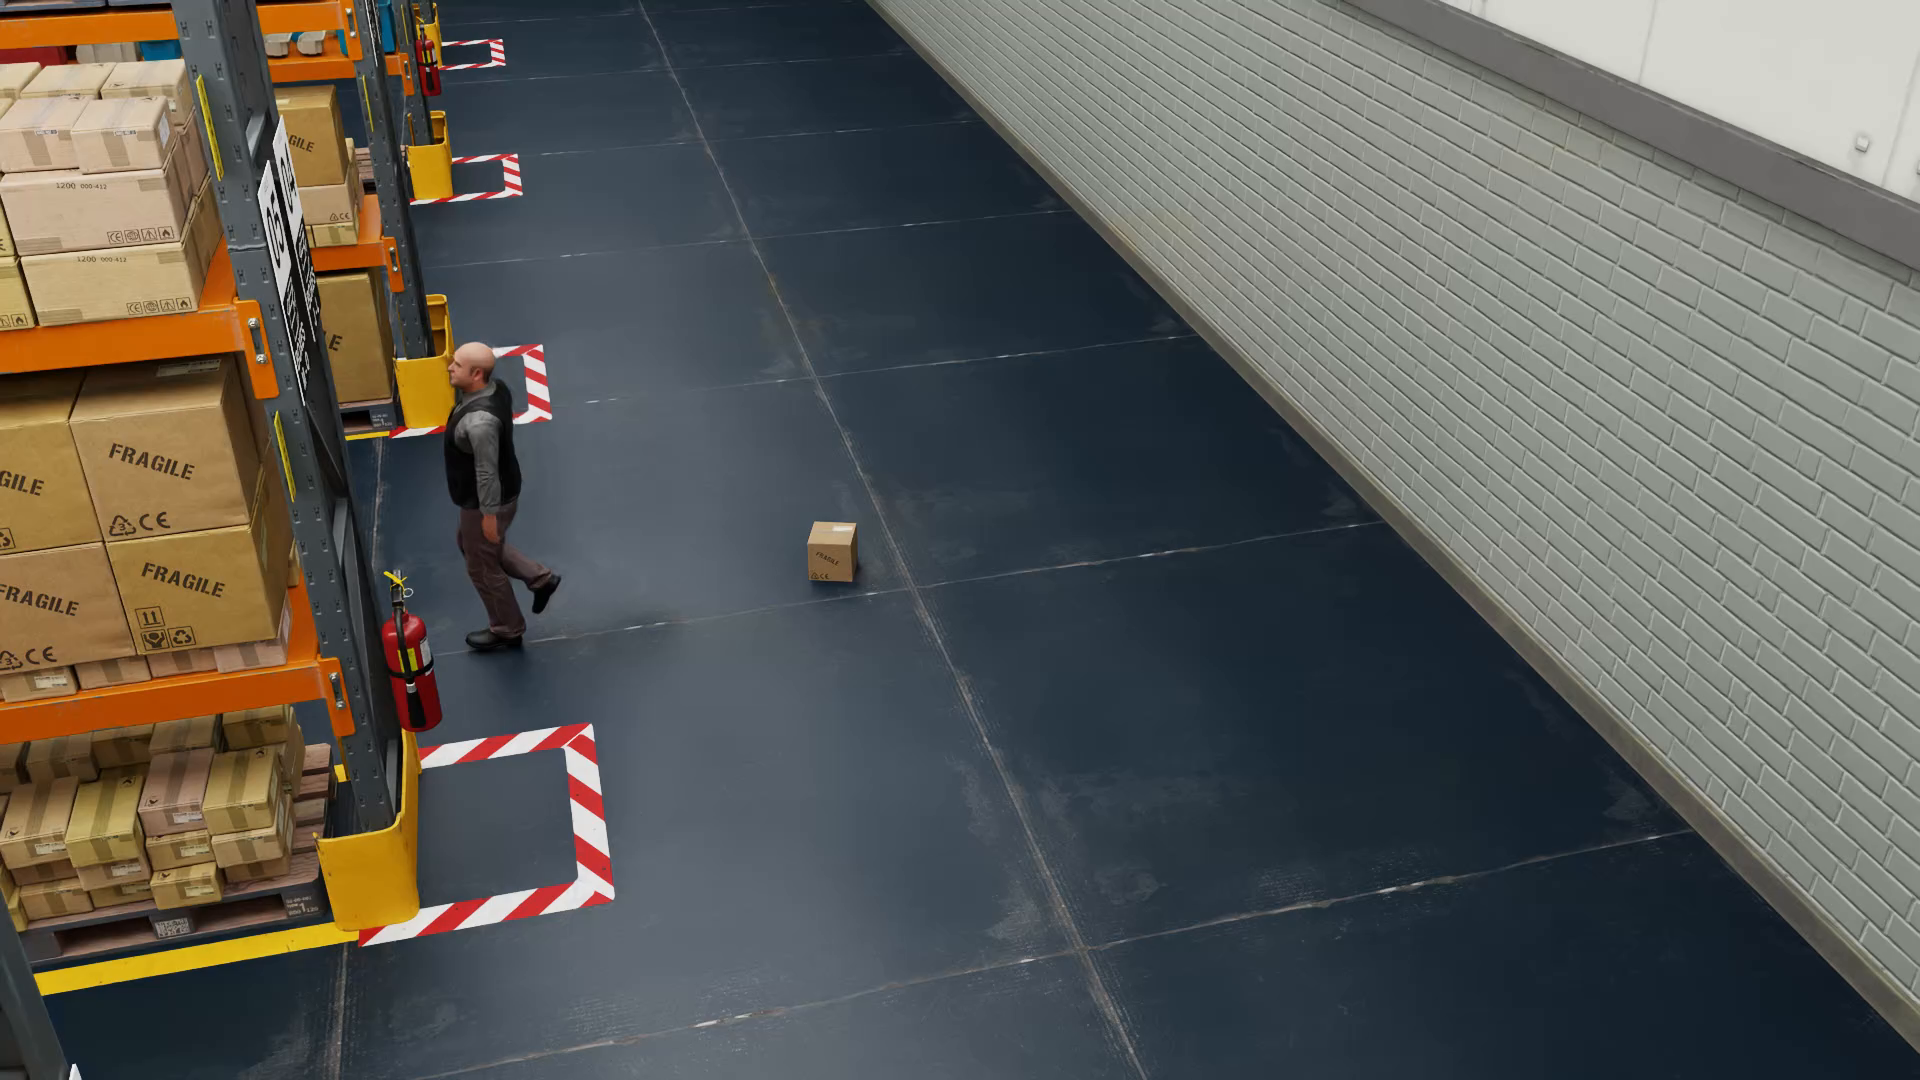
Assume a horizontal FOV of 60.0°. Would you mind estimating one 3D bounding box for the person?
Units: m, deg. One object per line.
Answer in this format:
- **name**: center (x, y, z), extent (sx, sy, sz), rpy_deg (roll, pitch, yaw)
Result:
- **person**: center (-2.406, -0.223, 8.597), extent (0.519, 1.712, 0.537), rpy_deg (-3, 30, -6)
